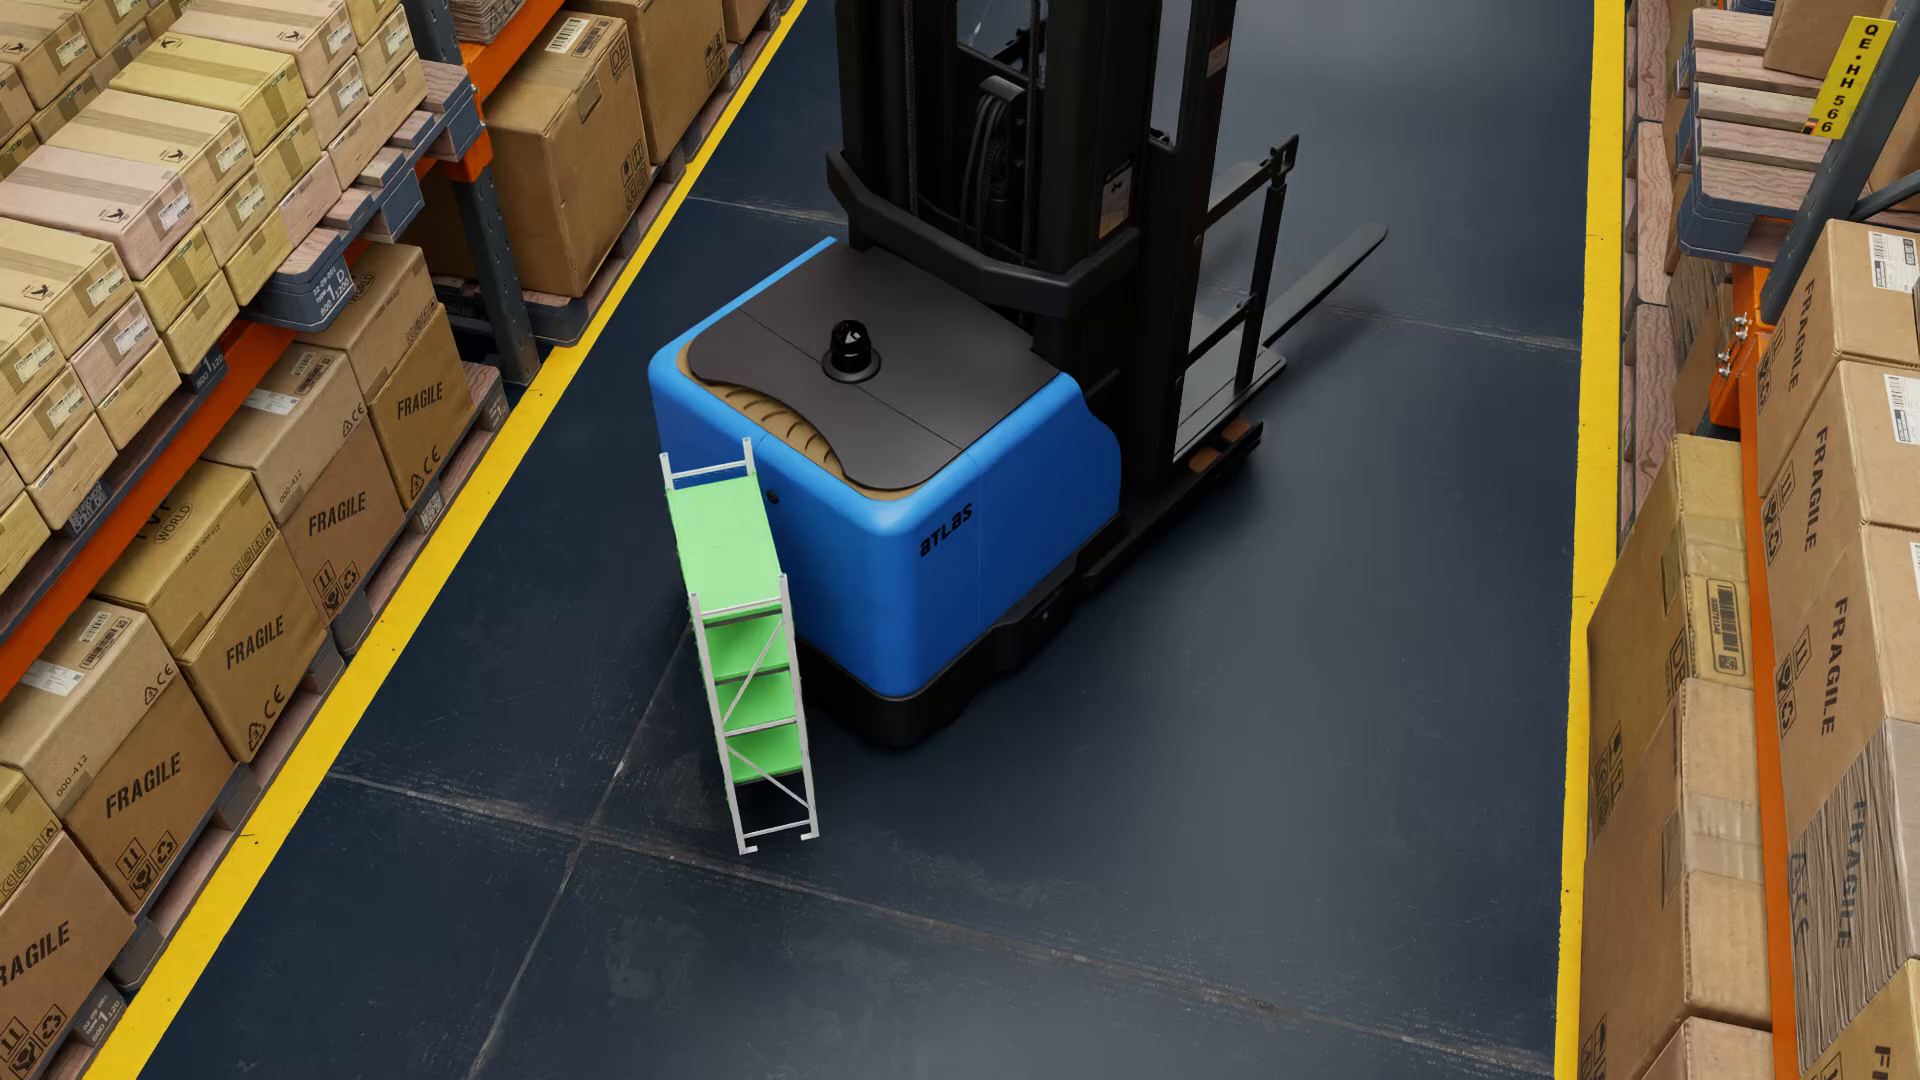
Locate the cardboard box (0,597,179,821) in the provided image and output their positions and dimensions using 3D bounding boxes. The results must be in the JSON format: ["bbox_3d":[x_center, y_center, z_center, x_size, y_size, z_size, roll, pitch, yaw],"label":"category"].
[{"bbox_3d":[-2.417,0.393,4.290,0.500,0.250,0.500,13,50,11],"label":"cardboard box"}]

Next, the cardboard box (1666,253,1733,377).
[{"bbox_3d":[2.960,-0.863,5.885,0.700,0.500,0.500,8,49,7],"label":"cardboard box"}]

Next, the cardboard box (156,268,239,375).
[{"bbox_3d":[-2.049,-0.573,4.143,0.380,0.149,0.250,10,49,8],"label":"cardboard box"}]

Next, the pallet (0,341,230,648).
[{"bbox_3d":[-2.571,-0.201,4.055,1.003,0.211,1.213,12,50,10],"label":"pallet"}]

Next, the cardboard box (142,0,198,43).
[{"bbox_3d":[-2.411,-1.549,4.806,0.380,0.149,0.250,14,50,12],"label":"cardboard box"}]

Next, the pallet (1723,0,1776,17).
[{"bbox_3d":[3.150,-2.029,5.668,1.003,0.211,1.213,12,50,10],"label":"pallet"}]

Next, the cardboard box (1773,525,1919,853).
[{"bbox_3d":[2.013,0.357,3.368,0.500,0.500,0.500,11,49,9],"label":"cardboard box"}]

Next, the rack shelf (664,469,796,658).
[{"bbox_3d":[-0.604,0.056,4.345,0.258,0.148,0.480,-12,50,-10],"label":"rack shelf"}]

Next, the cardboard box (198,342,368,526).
[{"bbox_3d":[-2.139,-0.351,4.946,0.500,0.250,0.500,12,50,11],"label":"cardboard box"}]

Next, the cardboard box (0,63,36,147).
[{"bbox_3d":[-2.605,-1.098,4.209,0.380,0.149,0.250,10,49,8],"label":"cardboard box"}]

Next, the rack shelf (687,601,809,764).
[{"bbox_3d":[-0.603,0.373,4.705,0.258,0.148,0.480,-12,50,-10],"label":"rack shelf"}]

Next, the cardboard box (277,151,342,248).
[{"bbox_3d":[-1.910,-0.948,4.473,0.380,0.149,0.250,12,50,11],"label":"cardboard box"}]

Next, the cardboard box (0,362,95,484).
[{"bbox_3d":[-2.185,-0.291,3.696,0.380,0.149,0.250,11,49,9],"label":"cardboard box"}]

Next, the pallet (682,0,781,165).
[{"bbox_3d":[-1.486,-2.217,7.566,1.003,0.211,1.213,12,50,10],"label":"pallet"}]

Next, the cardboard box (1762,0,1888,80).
[{"bbox_3d":[2.823,-1.647,4.856,0.700,0.500,0.500,18,51,16],"label":"cardboard box"}]

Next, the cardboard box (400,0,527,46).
[{"bbox_3d":[-1.711,-2.009,5.456,0.500,0.500,0.500,12,50,10],"label":"cardboard box"}]

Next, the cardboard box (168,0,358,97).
[{"bbox_3d":[-1.845,-1.331,4.415,0.380,0.149,0.250,11,49,10],"label":"cardboard box"}]

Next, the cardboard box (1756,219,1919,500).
[{"bbox_3d":[2.278,-0.388,4.025,0.500,0.500,0.500,13,50,11],"label":"cardboard box"}]

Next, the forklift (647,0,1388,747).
[{"bbox_3d":[0.432,-1.366,5.001,1.130,2.935,3.031,34,57,26],"label":"forklift"}]

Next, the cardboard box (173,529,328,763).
[{"bbox_3d":[-2.274,0.272,4.897,0.500,0.500,0.500,10,49,8],"label":"cardboard box"}]

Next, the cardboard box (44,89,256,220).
[{"bbox_3d":[-1.980,-0.948,4.077,0.380,0.149,0.250,13,50,11],"label":"cardboard box"}]

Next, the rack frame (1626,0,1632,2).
[{"bbox_3d":[3.722,-3.546,6.879,1.000,3.000,0.127,12,50,10],"label":"rack frame"}]

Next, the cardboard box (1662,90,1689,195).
[{"bbox_3d":[3.249,-1.679,6.605,0.700,0.500,0.500,8,49,7],"label":"cardboard box"}]

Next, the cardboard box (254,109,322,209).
[{"bbox_3d":[-1.916,-1.027,4.345,0.380,0.149,0.250,13,50,11],"label":"cardboard box"}]

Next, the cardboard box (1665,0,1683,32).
[{"bbox_3d":[3.539,-2.425,7.263,0.700,0.500,0.500,8,49,7],"label":"cardboard box"}]

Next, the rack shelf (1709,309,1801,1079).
[{"bbox_3d":[2.142,1.032,3.318,1.077,0.370,4.000,12,50,10],"label":"rack shelf"}]

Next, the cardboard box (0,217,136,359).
[{"bbox_3d":[-2.119,-0.577,3.750,0.380,0.149,0.250,14,50,12],"label":"cardboard box"}]

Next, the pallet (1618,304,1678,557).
[{"bbox_3d":[2.876,-0.295,5.870,1.003,0.211,1.213,12,50,10],"label":"pallet"}]

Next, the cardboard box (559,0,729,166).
[{"bbox_3d":[-1.616,-2.155,6.872,1.050,0.750,0.750,12,50,11],"label":"cardboard box"}]

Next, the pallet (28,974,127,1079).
[{"bbox_3d":[-2.939,1.548,4.243,1.003,0.211,1.213,12,50,10],"label":"pallet"}]

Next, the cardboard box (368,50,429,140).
[{"bbox_3d":[-1.776,-1.313,4.796,0.380,0.149,0.250,12,50,11],"label":"cardboard box"}]

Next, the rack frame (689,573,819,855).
[{"bbox_3d":[-0.540,0.507,4.501,0.240,1.200,0.015,-12,50,-10],"label":"rack frame"}]

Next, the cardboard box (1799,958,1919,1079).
[{"bbox_3d":[1.743,1.079,2.730,0.500,0.500,0.500,11,49,10],"label":"cardboard box"}]

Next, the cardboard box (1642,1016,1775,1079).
[{"bbox_3d":[2.000,1.691,3.394,1.225,0.875,0.875,10,49,9],"label":"cardboard box"}]

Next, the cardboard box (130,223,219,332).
[{"bbox_3d":[-2.050,-0.667,4.027,0.380,0.149,0.250,11,50,10],"label":"cardboard box"}]

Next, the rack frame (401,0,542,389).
[{"bbox_3d":[-2.090,-1.705,5.254,1.000,3.000,0.127,12,50,10],"label":"rack frame"}]

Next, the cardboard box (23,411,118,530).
[{"bbox_3d":[-2.187,-0.188,3.803,0.380,0.149,0.250,10,49,8],"label":"cardboard box"}]

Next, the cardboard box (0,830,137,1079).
[{"bbox_3d":[-2.555,1.012,4.244,0.500,0.500,0.500,14,50,12],"label":"cardboard box"}]

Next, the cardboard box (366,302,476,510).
[{"bbox_3d":[-2.011,-0.489,5.568,0.500,0.500,0.500,11,50,10],"label":"cardboard box"}]

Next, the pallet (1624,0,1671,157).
[{"bbox_3d":[3.518,-2.060,7.427,1.003,0.211,1.213,12,50,10],"label":"pallet"}]

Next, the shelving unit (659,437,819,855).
[{"bbox_3d":[-0.603,0.331,4.657,0.258,1.200,0.503,-12,50,-10],"label":"shelving unit"}]

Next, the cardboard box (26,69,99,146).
[{"bbox_3d":[-2.547,-1.159,4.461,0.380,0.149,0.250,10,49,9],"label":"cardboard box"}]

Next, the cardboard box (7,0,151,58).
[{"bbox_3d":[-2.466,-1.466,4.534,0.380,0.149,0.250,10,49,9],"label":"cardboard box"}]

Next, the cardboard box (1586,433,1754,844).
[{"bbox_3d":[2.467,0.406,4.528,1.225,0.875,0.875,9,49,8],"label":"cardboard box"}]

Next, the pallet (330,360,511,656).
[{"bbox_3d":[-2.297,-0.217,5.801,1.003,0.211,1.213,12,50,10],"label":"pallet"}]

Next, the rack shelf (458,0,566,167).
[{"bbox_3d":[-1.563,-2.913,6.800,1.077,0.370,4.000,12,50,10],"label":"rack shelf"}]

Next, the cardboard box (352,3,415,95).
[{"bbox_3d":[-1.780,-1.412,4.684,0.380,0.149,0.250,12,50,11],"label":"cardboard box"}]
